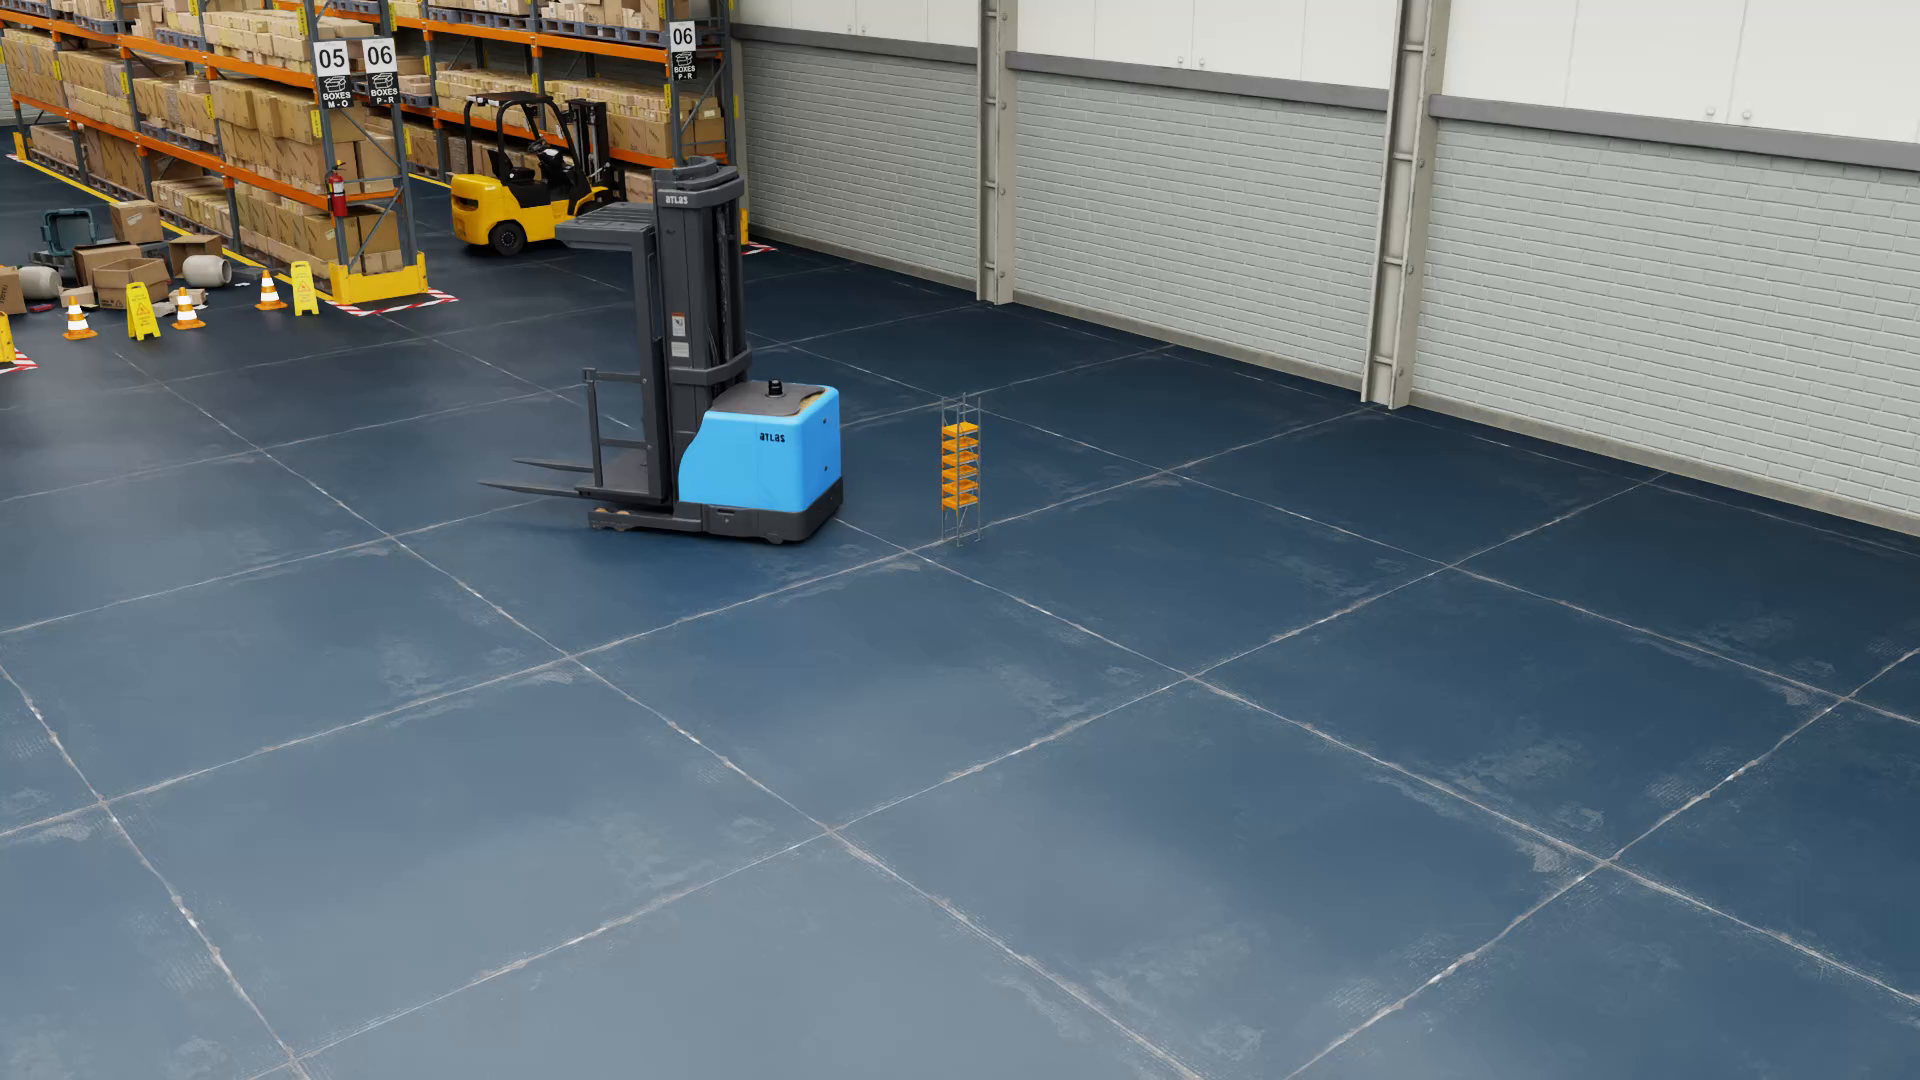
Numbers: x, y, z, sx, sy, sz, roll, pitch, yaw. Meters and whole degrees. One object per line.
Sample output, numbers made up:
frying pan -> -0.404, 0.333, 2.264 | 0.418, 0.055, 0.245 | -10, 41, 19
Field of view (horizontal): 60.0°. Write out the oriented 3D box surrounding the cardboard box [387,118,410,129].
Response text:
cardboard box -> -10.590, -7.860, 31.402 | 0.380, 0.149, 0.250 | -16, 27, -36

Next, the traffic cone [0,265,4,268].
traffic cone -> -13.473, -3.984, 23.022 | 0.336, 0.463, 0.334 | -17, 27, -37

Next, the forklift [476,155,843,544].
forklift -> -2.565, -1.615, 13.589 | 3.031, 2.935, 1.130 | 6, 22, 15

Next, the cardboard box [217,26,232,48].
cardboard box -> -9.635, -6.780, 22.367 | 0.500, 0.250, 0.500 | -18, 28, -38

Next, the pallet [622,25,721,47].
pallet -> -4.131, -7.276, 23.957 | 1.003, 0.211, 1.213 | -17, 27, -37

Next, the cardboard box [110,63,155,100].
cardboard box -> -13.205, -7.340, 26.602 | 0.500, 0.500, 0.500 | -18, 28, -39

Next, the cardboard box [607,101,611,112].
cardboard box -> -5.078, -6.536, 25.032 | 0.380, 0.149, 0.250 | -18, 27, -38

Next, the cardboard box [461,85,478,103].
cardboard box -> -8.153, -7.624, 28.357 | 0.500, 0.250, 0.500 | -18, 28, -39

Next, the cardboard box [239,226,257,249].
cardboard box -> -9.877, -4.330, 23.620 | 0.500, 0.250, 0.500 | -19, 28, -40

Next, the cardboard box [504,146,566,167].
cardboard box -> -7.150, -6.272, 28.065 | 0.875, 0.625, 0.625 | -18, 28, -38

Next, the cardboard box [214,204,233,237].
cardboard box -> -10.402, -4.758, 24.547 | 0.950, 0.372, 0.625 | -17, 27, -37

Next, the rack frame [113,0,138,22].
rack frame -> -12.669, -9.540, 25.503 | 1.000, 3.000, 0.127 | -17, 27, -37

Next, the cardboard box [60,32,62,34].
cardboard box -> -16.473, -9.303, 30.727 | 0.380, 0.149, 0.250 | -16, 27, -36

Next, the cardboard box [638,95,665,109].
cardboard box -> -4.458, -6.382, 24.231 | 0.380, 0.149, 0.250 | -17, 27, -36

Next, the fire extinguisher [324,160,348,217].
fire extinguisher -> -7.721, -4.359, 20.607 | 0.296, 0.674, 0.183 | -17, 27, -37

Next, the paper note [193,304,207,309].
paper note -> -9.572, -2.942, 20.952 | 0.142, 0.019, 0.148 | 12, 24, 27

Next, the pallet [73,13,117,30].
pallet -> -13.862, -8.529, 27.294 | 1.003, 0.211, 1.213 | -16, 26, -35

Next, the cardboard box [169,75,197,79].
cardboard box -> -12.162, -7.068, 26.296 | 0.500, 0.500, 0.500 | -18, 28, -39

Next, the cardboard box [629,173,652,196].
cardboard box -> -4.564, -5.293, 24.708 | 0.500, 0.250, 0.500 | -17, 27, -36

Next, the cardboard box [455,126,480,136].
cardboard box -> -9.015, -7.482, 30.435 | 0.380, 0.149, 0.250 | -16, 26, -35

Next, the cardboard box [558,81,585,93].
cardboard box -> -6.064, -7.106, 26.080 | 0.380, 0.149, 0.250 | -17, 27, -37

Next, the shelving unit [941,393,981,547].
shelving unit -> 0.009, -0.555, 13.255 | 0.258, 1.200, 0.189 | -17, 27, -37

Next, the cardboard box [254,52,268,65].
cardboard box -> -8.928, -6.262, 21.591 | 0.380, 0.149, 0.250 | -18, 28, -38

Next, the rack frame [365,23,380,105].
rack frame -> -11.522, -9.035, 32.438 | 1.000, 3.000, 0.127 | -17, 27, -37

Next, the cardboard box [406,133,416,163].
cardboard box -> -10.012, -7.312, 30.891 | 0.500, 0.500, 0.500 | -16, 27, -35

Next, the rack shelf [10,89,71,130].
rack shelf -> -16.585, -8.070, 30.961 | 1.077, 0.370, 4.000 | -17, 27, -37

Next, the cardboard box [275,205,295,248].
cardboard box -> -8.835, -4.245, 22.375 | 0.500, 0.500, 0.500 | -18, 28, -39

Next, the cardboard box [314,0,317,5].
cardboard box -> -12.464, -10.557, 32.556 | 0.380, 0.149, 0.250 | -18, 27, -38

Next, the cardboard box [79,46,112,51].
cardboard box -> -15.407, -8.553, 29.701 | 0.500, 0.500, 0.500 | -17, 27, -37

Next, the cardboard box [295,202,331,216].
cardboard box -> -8.458, -4.348, 21.749 | 0.380, 0.149, 0.250 | -16, 27, -36

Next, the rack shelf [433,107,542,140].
rack shelf -> -7.606, -7.042, 28.337 | 1.077, 0.370, 4.000 | -17, 27, -37

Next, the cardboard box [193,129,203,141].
cardboard box -> -10.957, -5.937, 24.297 | 0.380, 0.149, 0.250 | -18, 28, -38

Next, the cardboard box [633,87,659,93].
cardboard box -> -4.734, -6.784, 25.258 | 0.380, 0.149, 0.250 | -17, 27, -37

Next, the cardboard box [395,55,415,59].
cardboard box -> -10.525, -8.730, 30.947 | 0.700, 0.500, 0.500 | -18, 27, -38

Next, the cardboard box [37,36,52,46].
cardboard box -> -16.337, -8.972, 29.880 | 0.380, 0.149, 0.250 | -18, 27, -38

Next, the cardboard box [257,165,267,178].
cardboard box -> -9.267, -5.006, 22.496 | 0.380, 0.149, 0.250 | -17, 27, -37

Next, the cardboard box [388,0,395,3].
cardboard box -> -10.085, -9.617, 30.018 | 0.500, 0.250, 0.500 | -17, 27, -37

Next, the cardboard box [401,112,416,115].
cardboard box -> -10.723, -8.199, 32.266 | 0.380, 0.149, 0.250 | -17, 27, -37

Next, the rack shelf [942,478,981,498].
rack shelf -> 0.009, -0.402, 13.315 | 0.258, 0.103, 0.180 | -17, 27, -37

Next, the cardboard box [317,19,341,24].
cardboard box -> -8.159, -6.617, 21.403 | 0.380, 0.149, 0.250 | -18, 27, -38

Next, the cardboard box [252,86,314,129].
cardboard box -> -8.902, -5.705, 22.022 | 0.700, 0.500, 0.500 | -18, 27, -38

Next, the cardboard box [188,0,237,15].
cardboard box -> -10.533, -7.527, 23.420 | 0.500, 0.250, 0.500 | -17, 27, -36

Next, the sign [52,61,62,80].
sign -> -15.699, -8.160, 28.908 | 0.100, 0.325, 0.005 | -17, 27, -37

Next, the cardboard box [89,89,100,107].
cardboard box -> -14.204, -7.404, 27.795 | 0.500, 0.250, 0.500 | -18, 28, -39

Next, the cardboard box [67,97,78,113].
cardboard box -> -15.193, -7.598, 28.975 | 0.500, 0.250, 0.500 | -18, 28, -39

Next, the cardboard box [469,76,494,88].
cardboard box -> -8.076, -7.766, 28.172 | 0.380, 0.149, 0.250 | -17, 27, -36

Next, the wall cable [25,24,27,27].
wall cable -> -20.523, -11.323, 36.889 | 0.588, 1.984, 0.122 | -17, 27, -37

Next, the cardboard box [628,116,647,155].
cardboard box -> -4.541, -5.985, 24.514 | 0.500, 0.500, 0.500 | -16, 27, -36

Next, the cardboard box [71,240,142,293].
cardboard box -> -11.128, -3.577, 21.739 | 0.797, 0.637, 0.503 | -17, 27, -37

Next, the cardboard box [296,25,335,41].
cardboard box -> -7.891, -6.211, 20.366 | 0.380, 0.149, 0.250 | -17, 27, -37

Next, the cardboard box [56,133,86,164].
cardboard box -> -16.193, -7.301, 30.949 | 0.875, 0.438, 0.875 | -18, 28, -39

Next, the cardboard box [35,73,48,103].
cardboard box -> -16.456, -8.242, 30.278 | 0.500, 0.500, 0.500 | -18, 28, -38

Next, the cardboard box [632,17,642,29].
cardboard box -> -4.460, -7.398, 23.777 | 0.380, 0.149, 0.250 | -18, 28, -39

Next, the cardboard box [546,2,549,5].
cardboard box -> -6.705, -8.628, 26.917 | 0.380, 0.149, 0.250 | -17, 27, -37

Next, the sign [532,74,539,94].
sign -> -6.705, -7.195, 26.262 | 0.100, 0.325, 0.005 | -17, 27, -37

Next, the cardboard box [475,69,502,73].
cardboard box -> -8.290, -8.191, 29.257 | 0.380, 0.149, 0.250 | -17, 27, -36

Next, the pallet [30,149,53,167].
pallet -> -17.310, -7.457, 32.232 | 1.003, 0.211, 1.213 | -17, 27, -37

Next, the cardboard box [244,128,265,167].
cardboard box -> -9.319, -5.364, 22.521 | 0.500, 0.500, 0.500 | -18, 28, -38

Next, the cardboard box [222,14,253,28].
cardboard box -> -9.591, -6.909, 22.149 | 0.380, 0.149, 0.250 | -18, 27, -38
